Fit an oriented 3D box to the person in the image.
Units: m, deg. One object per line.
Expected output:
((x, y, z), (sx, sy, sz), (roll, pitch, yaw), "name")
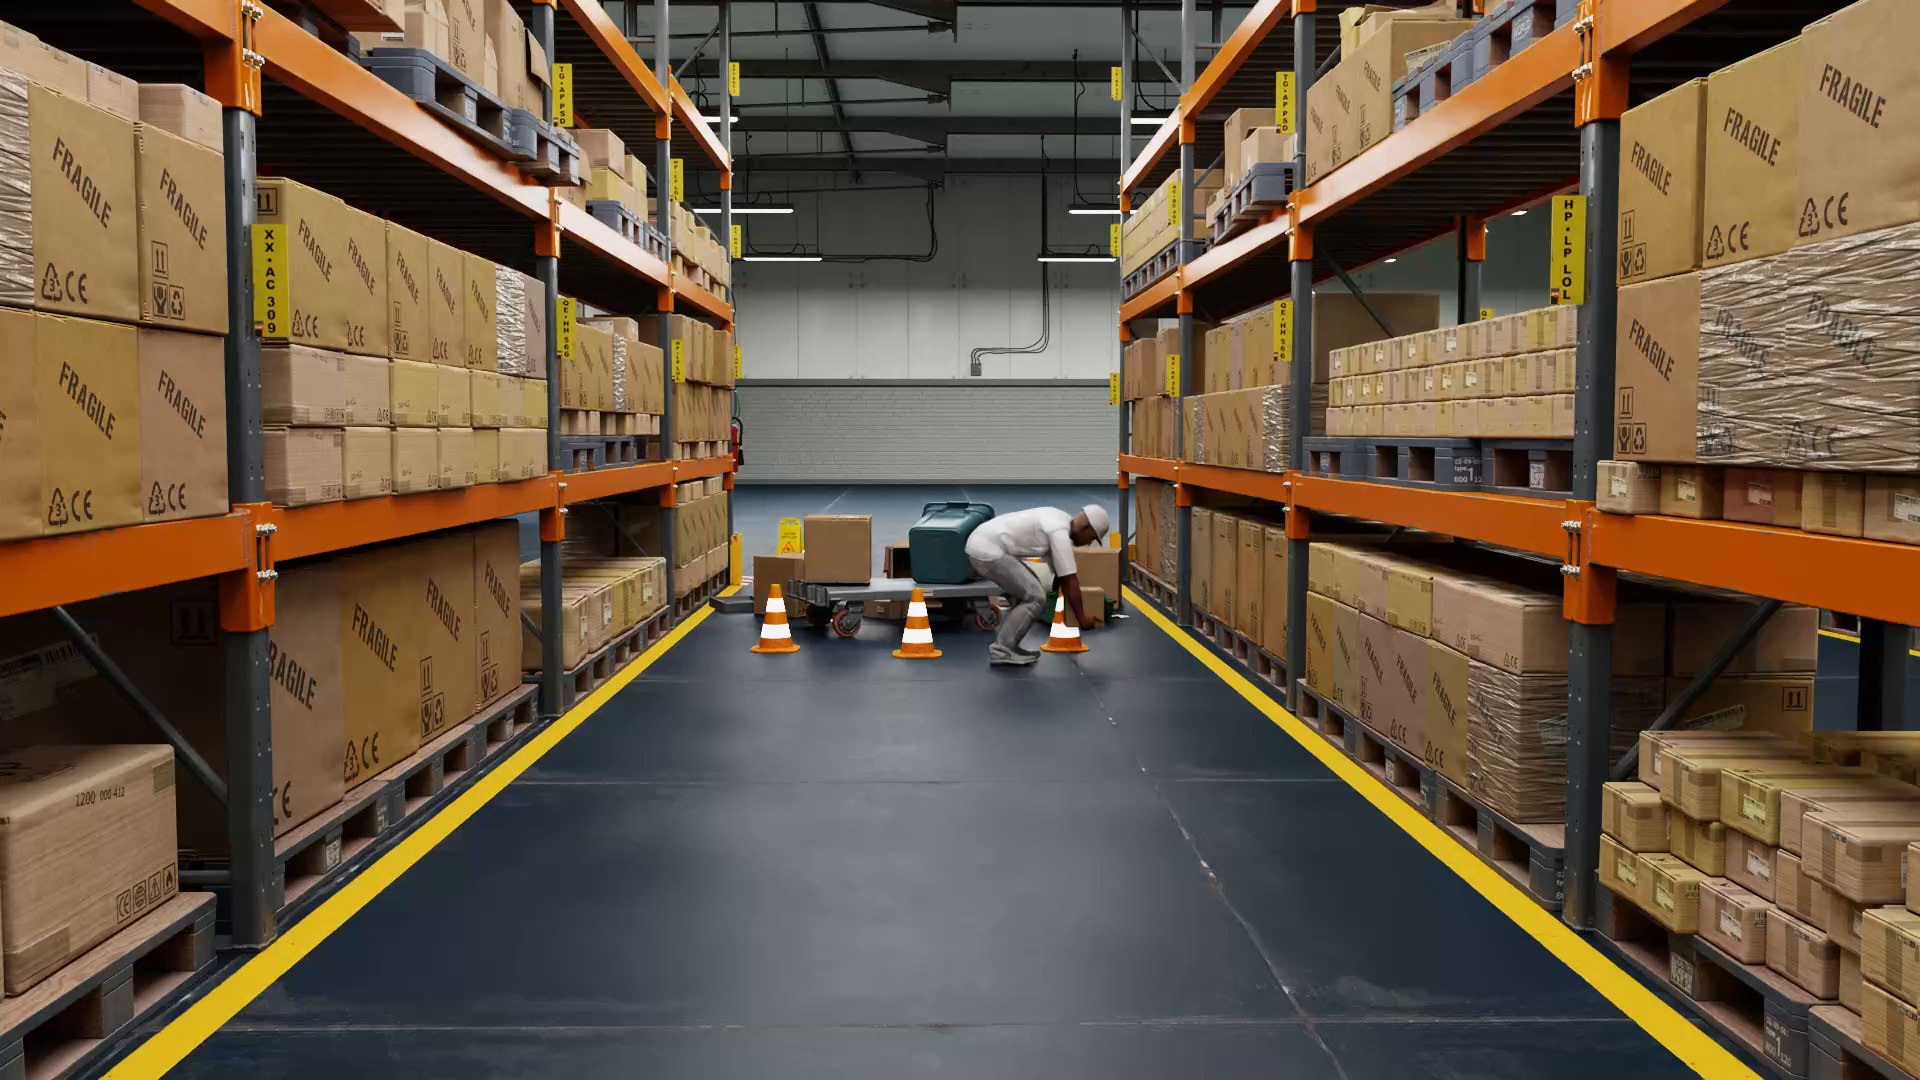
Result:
((0.517, 0.291, 11.094), (0.966, 1.050, 0.515), (0, 4, -4), "person")
